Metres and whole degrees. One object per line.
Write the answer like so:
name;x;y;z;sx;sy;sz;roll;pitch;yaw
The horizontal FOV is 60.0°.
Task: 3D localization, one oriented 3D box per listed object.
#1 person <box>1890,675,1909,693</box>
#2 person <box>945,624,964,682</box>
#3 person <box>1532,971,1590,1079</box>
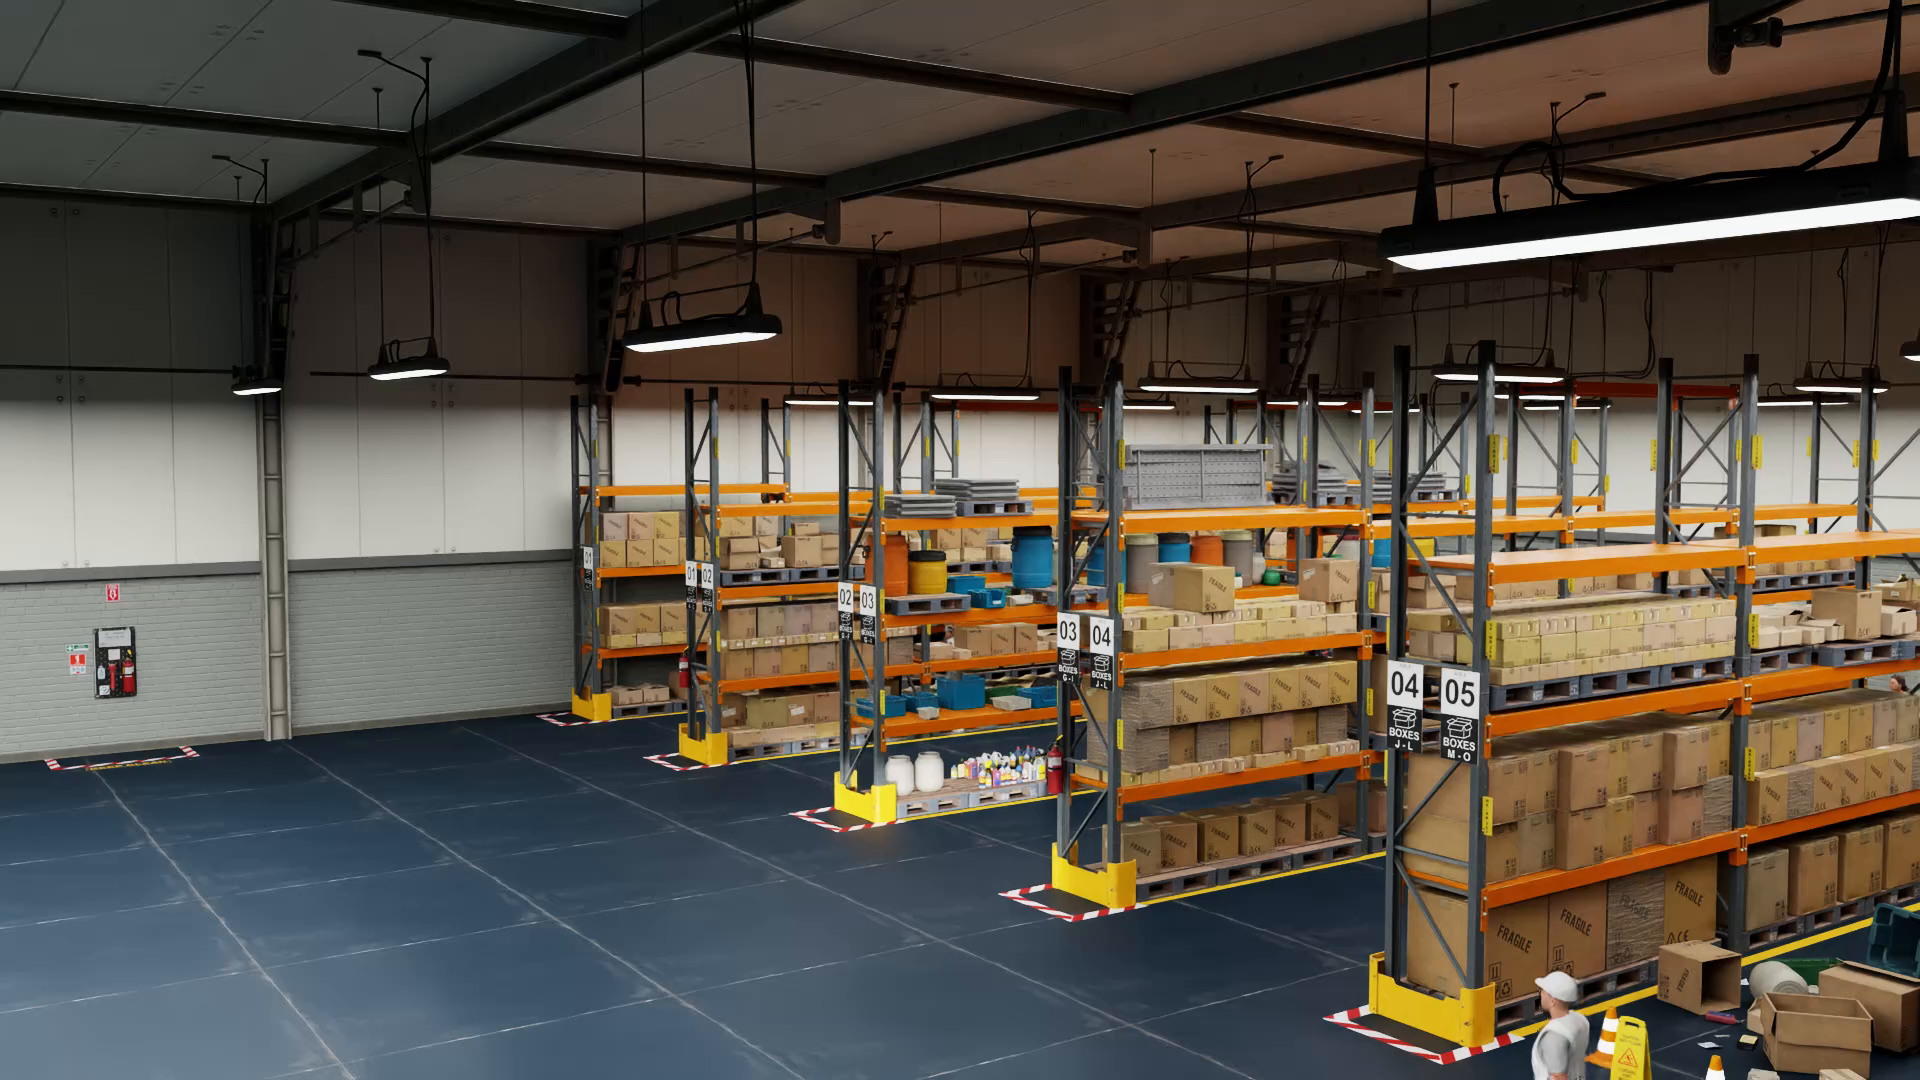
person;14.139;2.829;25.104;1.094;1.609;0.517;-2;4;-34
person;-0.008;2.432;31.833;0.582;1.654;0.550;-1;4;-22
person;3.880;3.642;10.662;1.051;1.749;0.548;2;4;30
